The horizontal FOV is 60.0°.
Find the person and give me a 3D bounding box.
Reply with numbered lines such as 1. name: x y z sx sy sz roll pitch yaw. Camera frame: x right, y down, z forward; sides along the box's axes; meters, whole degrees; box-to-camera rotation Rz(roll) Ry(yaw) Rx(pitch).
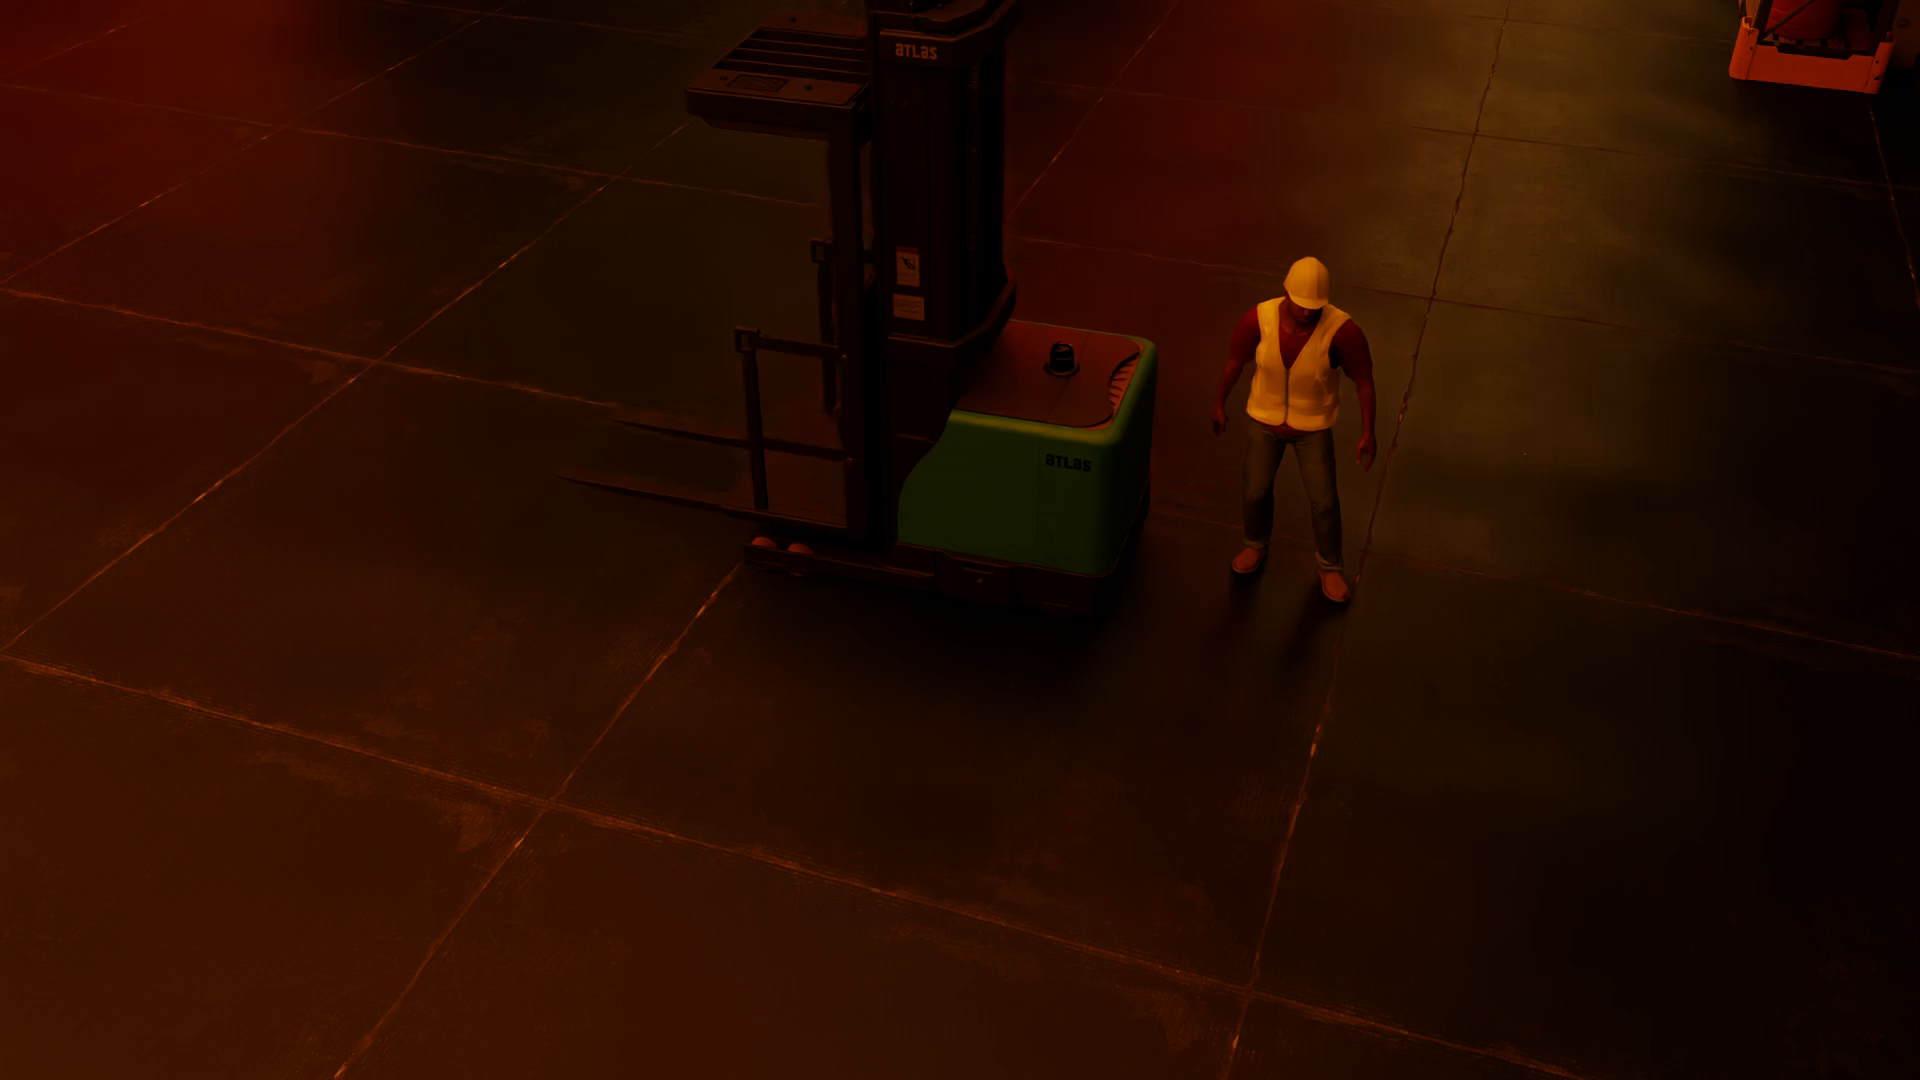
1. person: 1.583 -0.557 7.928 0.824 1.740 0.418 12 37 17

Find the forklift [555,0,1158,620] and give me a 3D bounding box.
1. forklift: -0.589 -1.293 7.934 3.031 2.935 1.130 10 37 14
